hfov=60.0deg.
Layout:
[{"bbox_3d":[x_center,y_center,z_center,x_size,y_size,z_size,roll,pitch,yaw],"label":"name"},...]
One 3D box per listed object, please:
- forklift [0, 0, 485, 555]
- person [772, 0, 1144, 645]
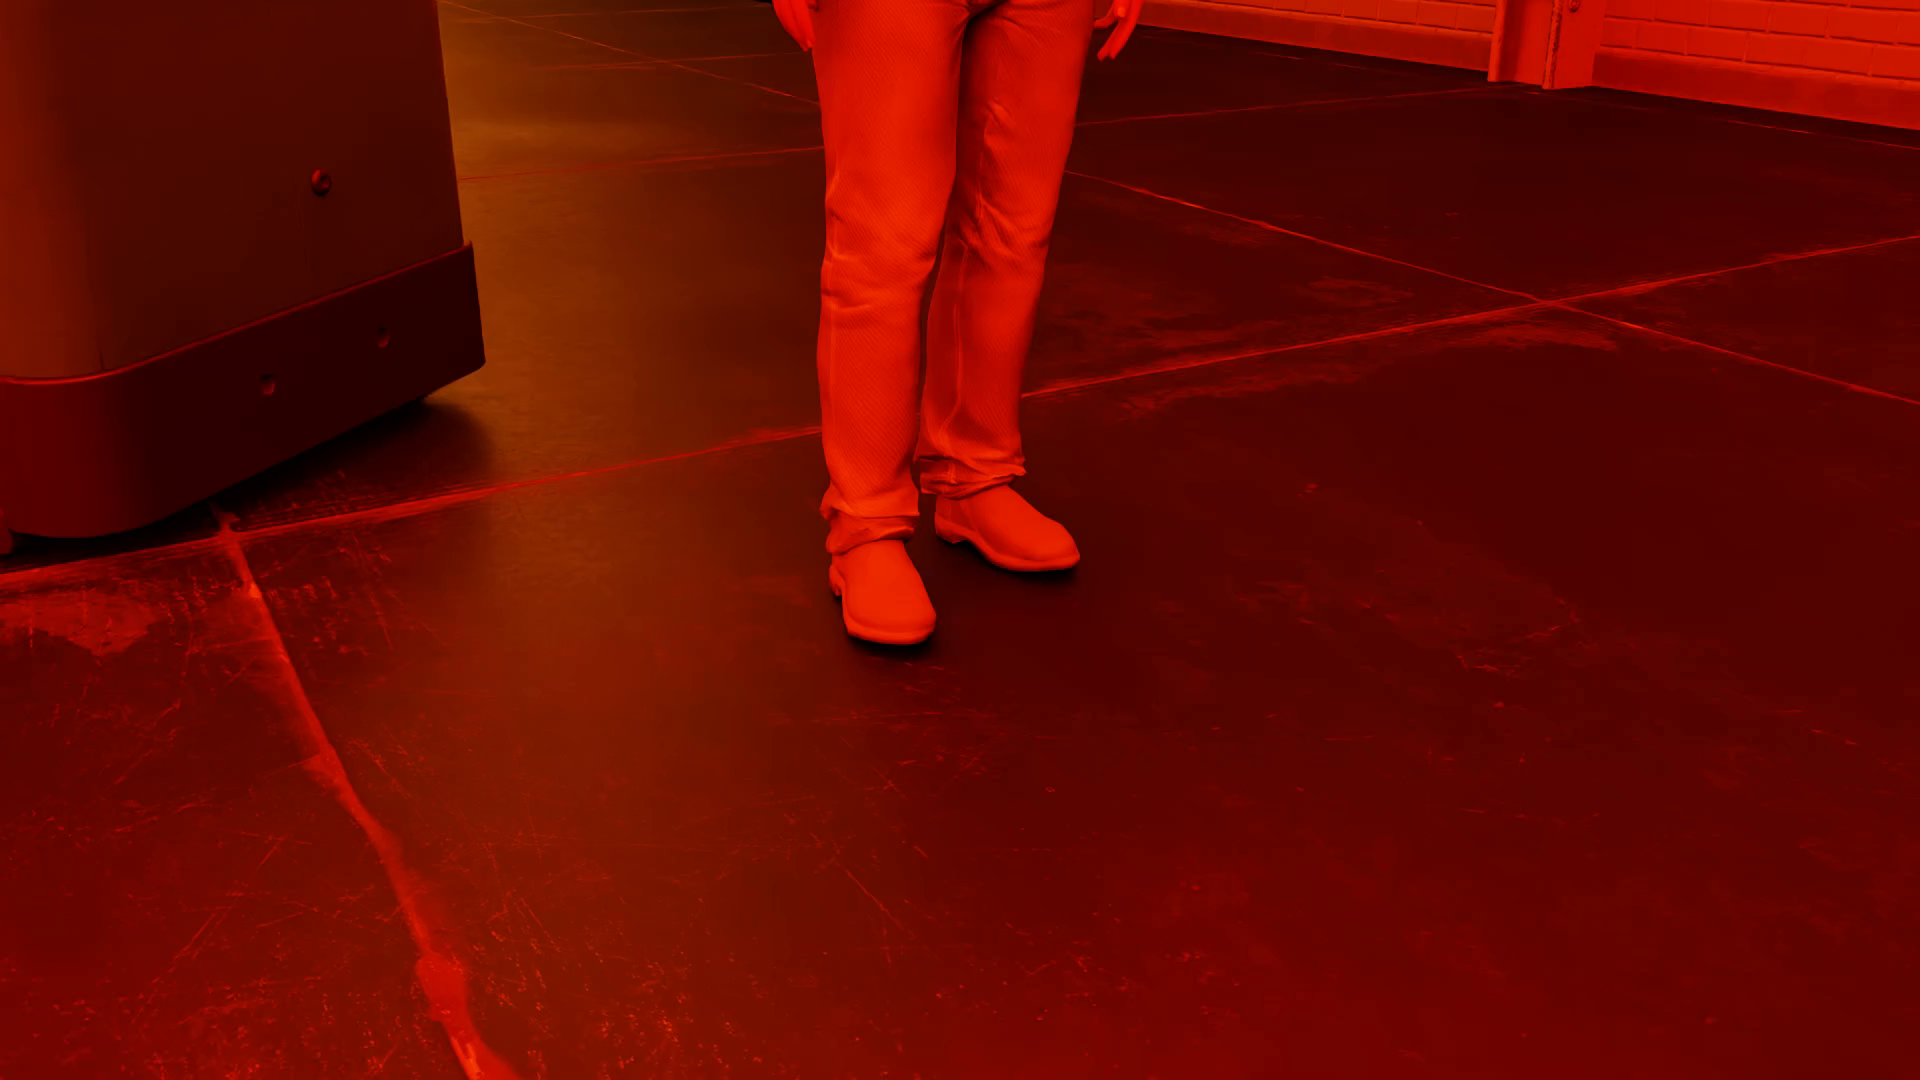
[{"bbox_3d":[-2.514,-1.651,2.797,3.031,2.935,1.130,7,23,17],"label":"forklift"},{"bbox_3d":[0.025,-0.806,2.241,0.634,1.775,0.566,-12,25,-28],"label":"person"}]
